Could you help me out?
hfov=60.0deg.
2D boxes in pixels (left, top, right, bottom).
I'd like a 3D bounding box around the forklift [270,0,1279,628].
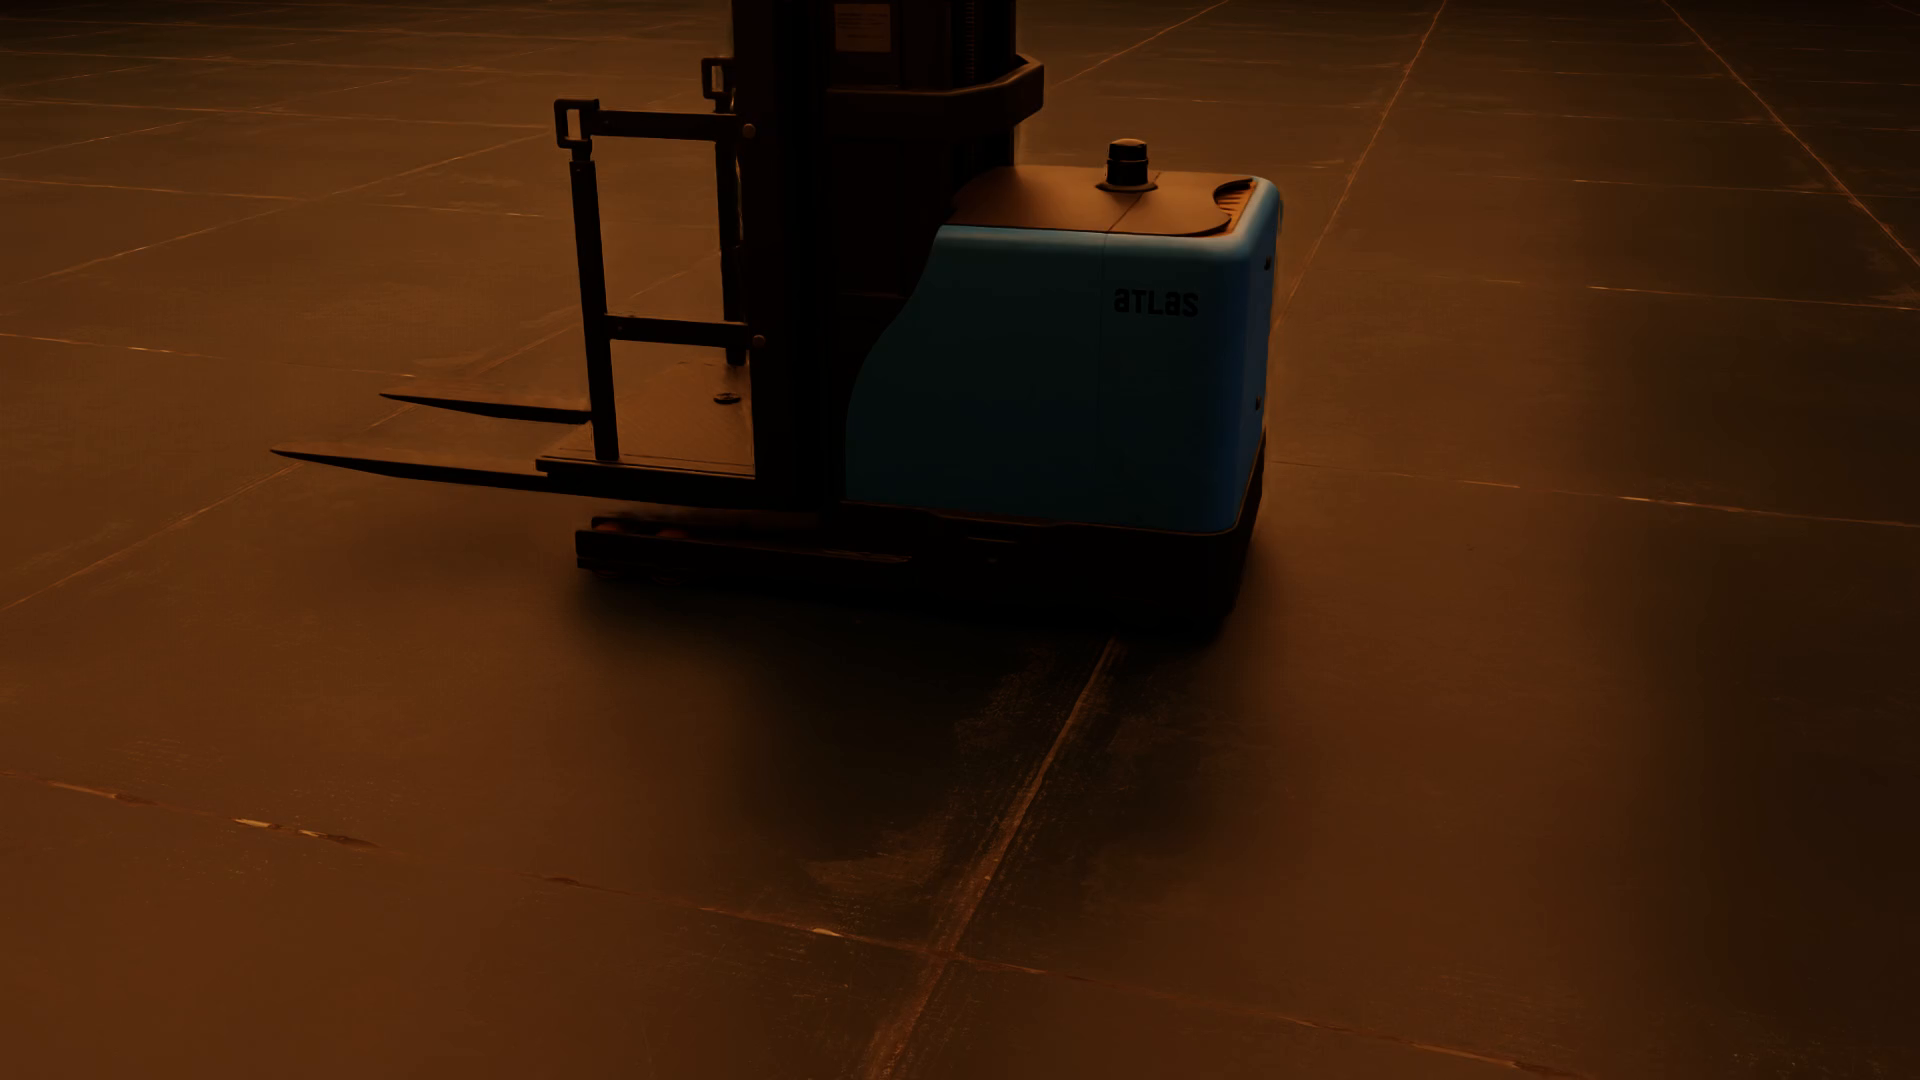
[{"bbox_3d":[-0.623,-1.410,4.694,3.031,2.935,1.130,6,23,13],"label":"forklift"}]
